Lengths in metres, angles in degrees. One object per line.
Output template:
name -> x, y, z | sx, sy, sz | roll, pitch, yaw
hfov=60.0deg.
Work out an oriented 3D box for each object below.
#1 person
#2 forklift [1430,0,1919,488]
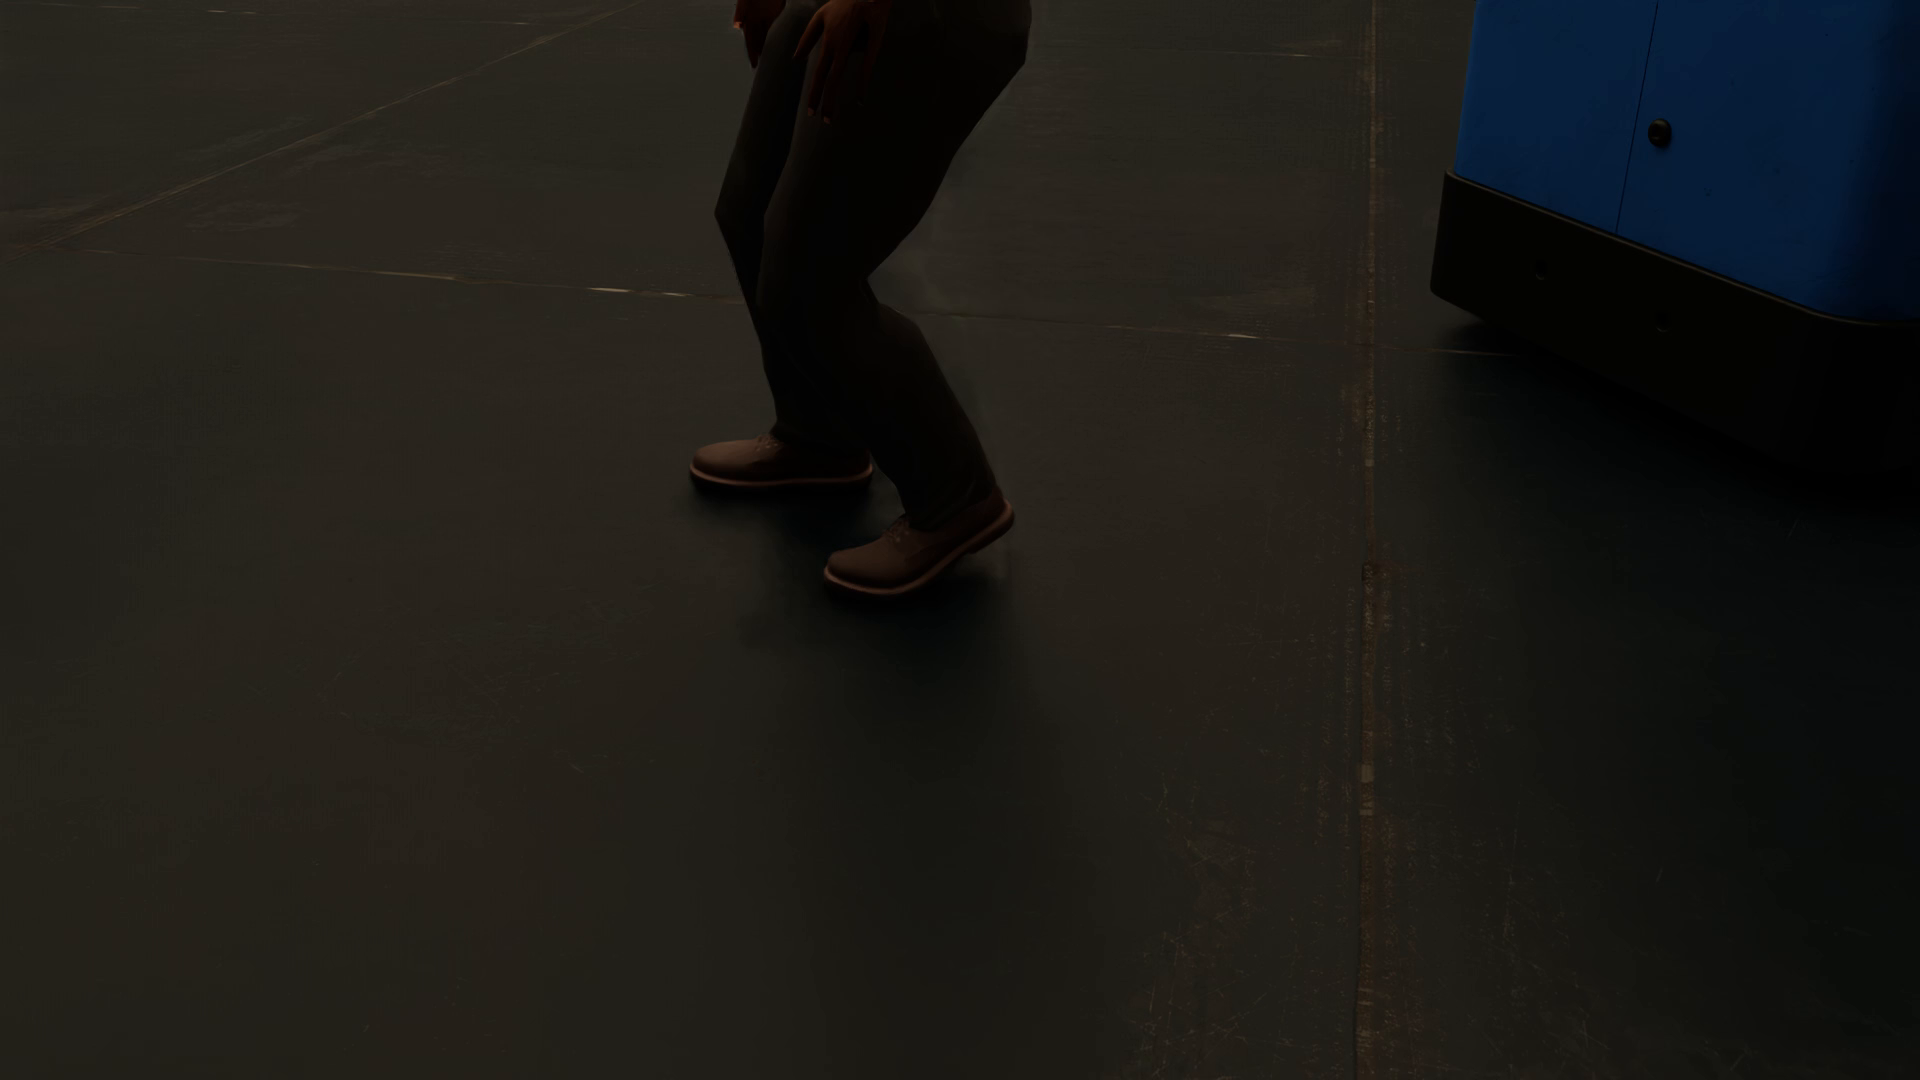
person -> -0.139, -0.701, 2.129 | 0.449, 1.587, 0.671 | -7, 28, -14
forklift -> 2.510, -1.805, 2.824 | 3.031, 2.935, 1.130 | -10, 29, -20
